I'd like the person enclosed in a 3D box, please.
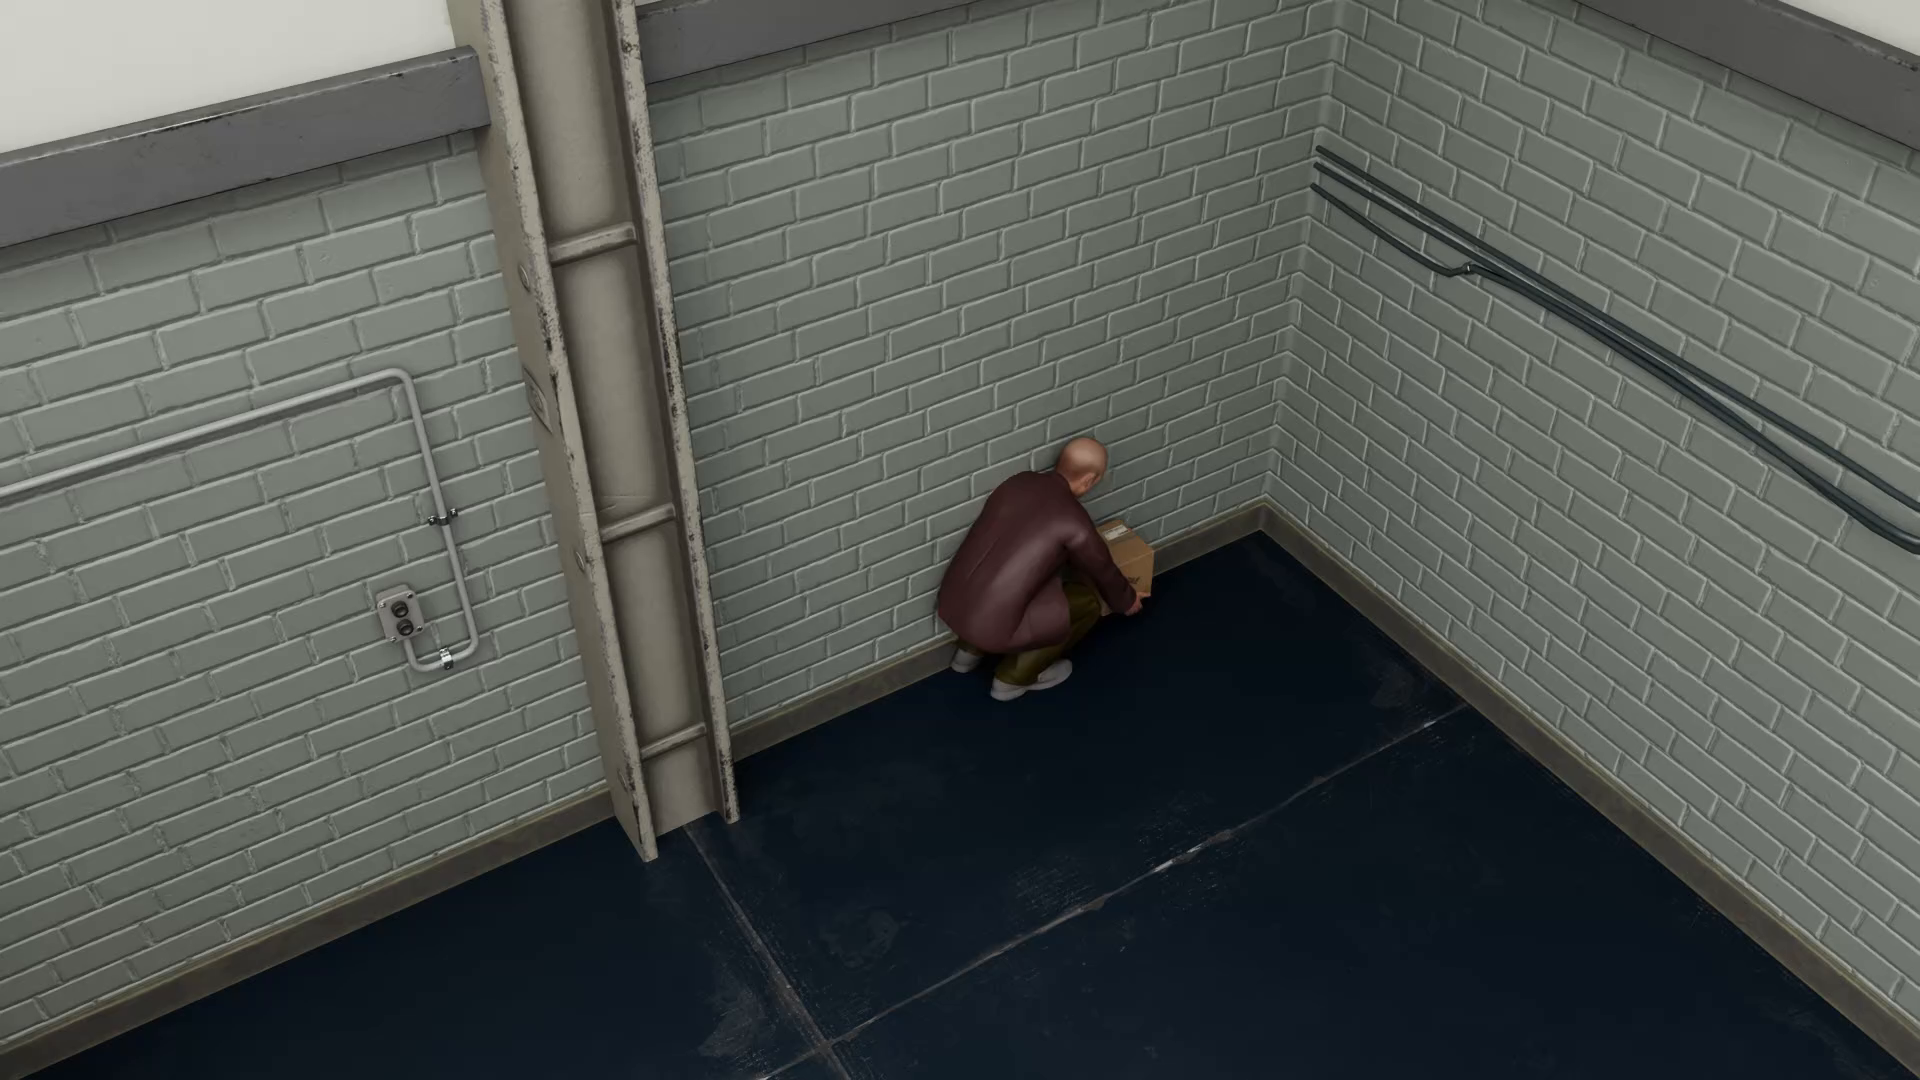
[{"bbox_3d":[0.325,0.106,6.654,0.926,0.996,0.583,-23,45,-25],"label":"person"}]
